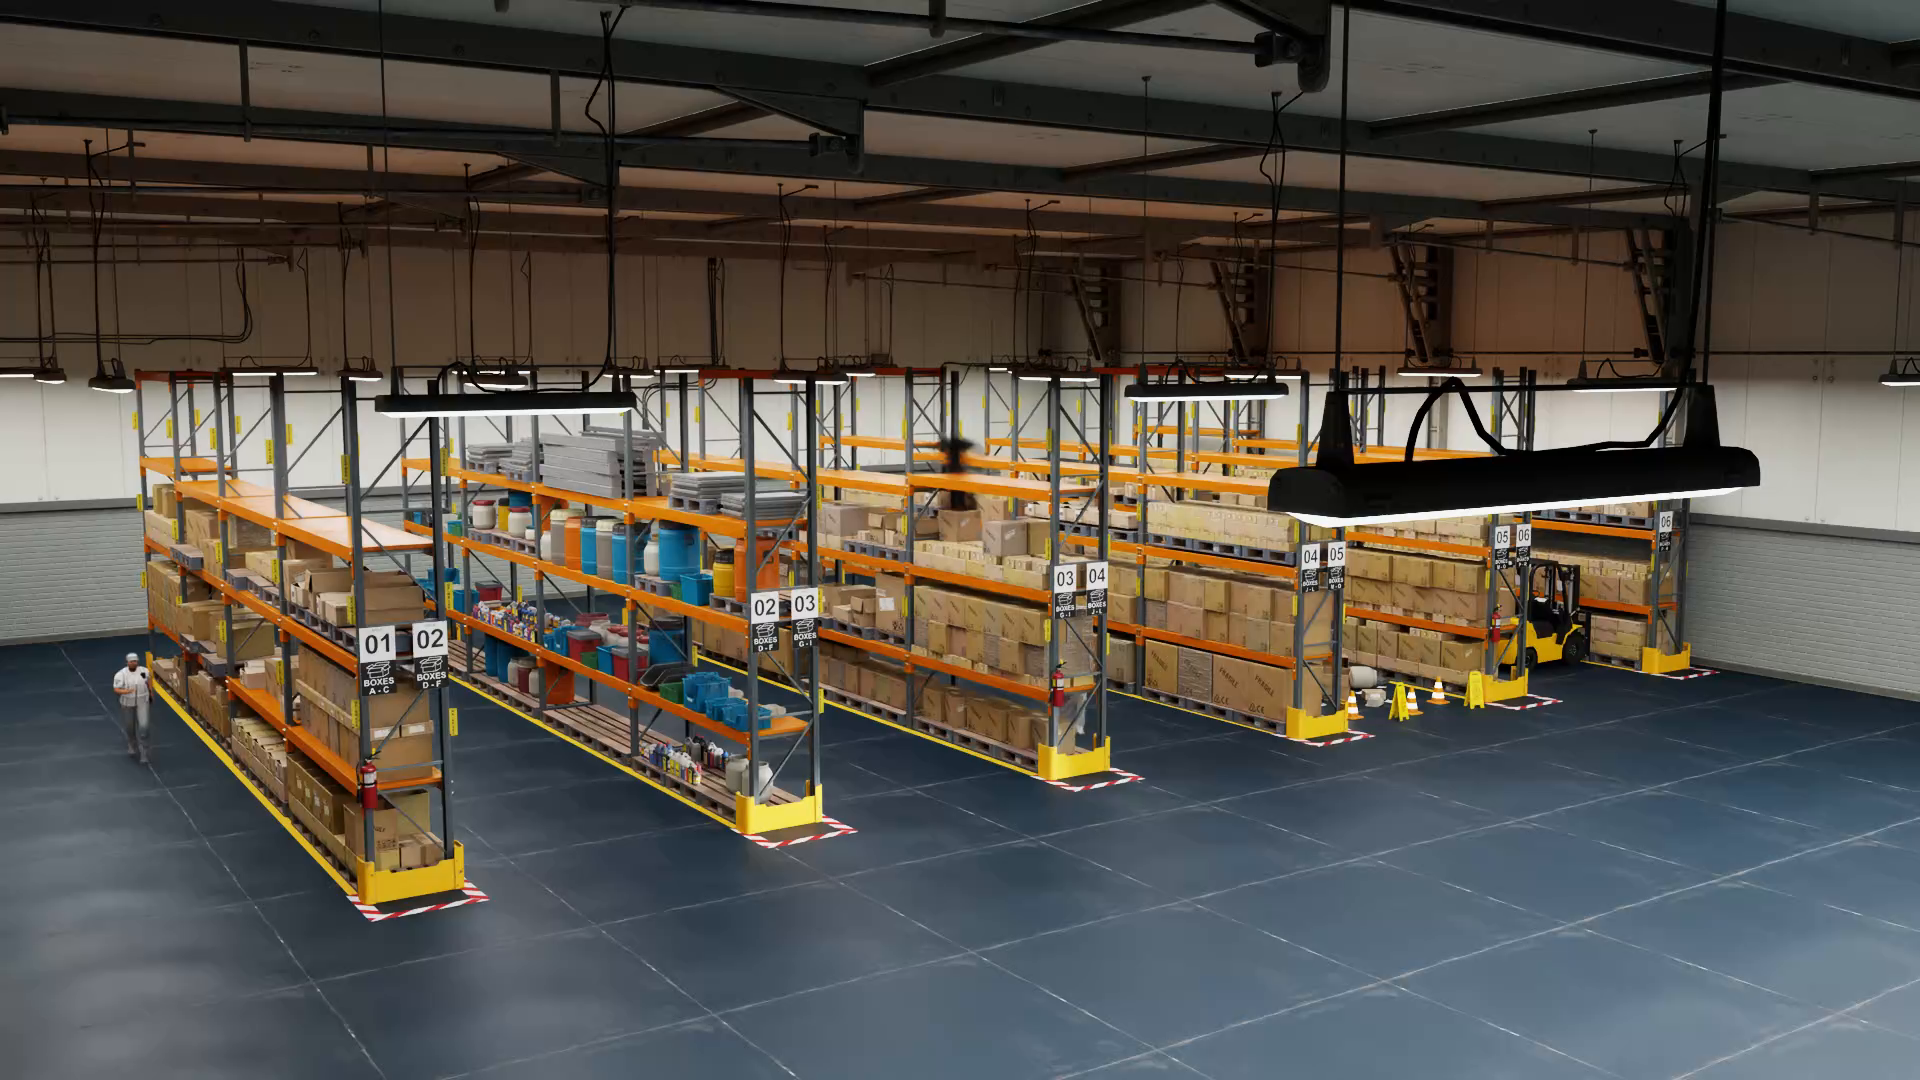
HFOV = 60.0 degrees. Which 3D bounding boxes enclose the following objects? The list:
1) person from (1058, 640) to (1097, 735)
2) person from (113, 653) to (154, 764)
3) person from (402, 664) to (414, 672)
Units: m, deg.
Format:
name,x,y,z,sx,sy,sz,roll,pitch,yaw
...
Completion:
name,x,y,z,sx,sy,sz,roll,pitch,yaw
person,2.006,2.364,28.025,0.679,1.656,0.782,-6,9,-44
person,-12.834,2.593,25.854,0.554,1.724,0.842,-3,7,-27
person,-8.996,2.396,27.125,0.759,1.790,0.687,5,8,40
